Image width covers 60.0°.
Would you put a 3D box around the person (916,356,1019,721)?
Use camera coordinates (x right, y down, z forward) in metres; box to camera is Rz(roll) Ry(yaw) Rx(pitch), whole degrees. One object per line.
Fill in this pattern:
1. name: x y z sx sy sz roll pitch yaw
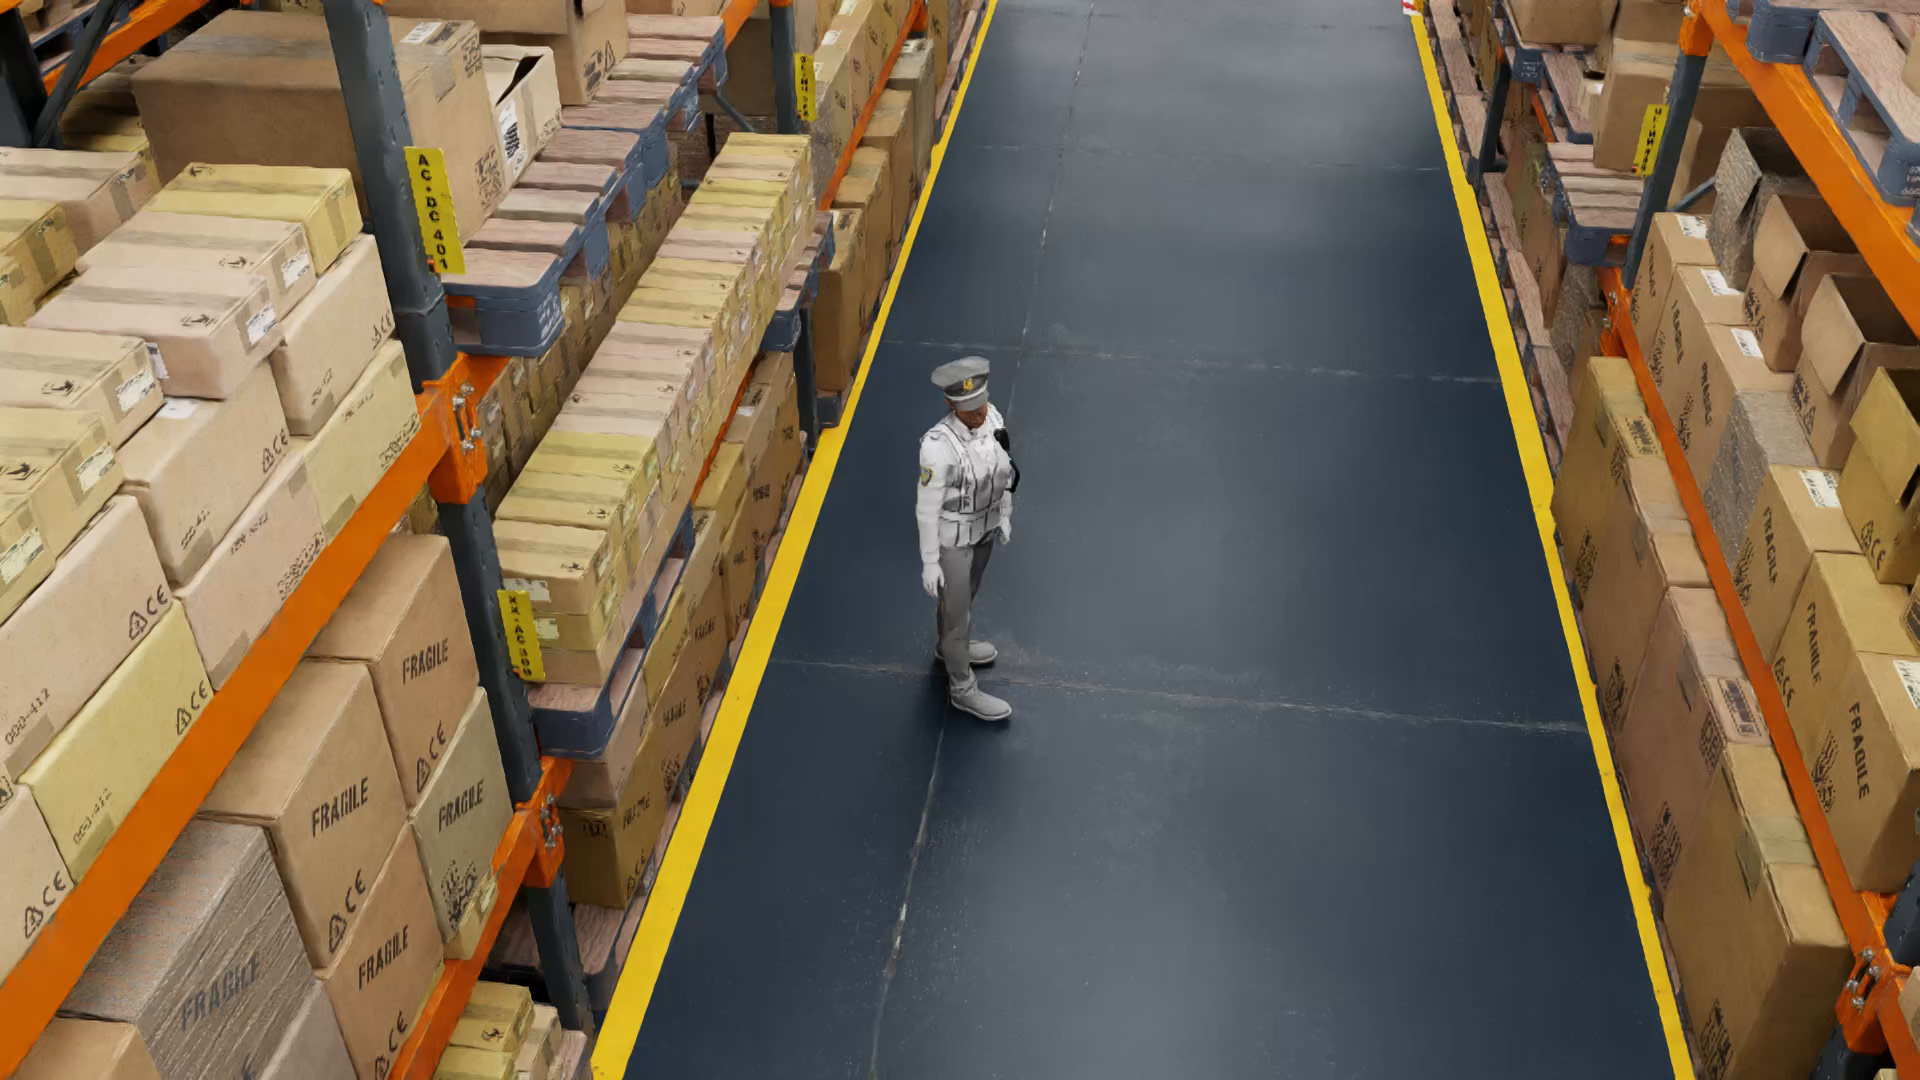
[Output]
1. person: 0.048 -0.005 6.995 0.534 1.673 0.569 23 42 28
